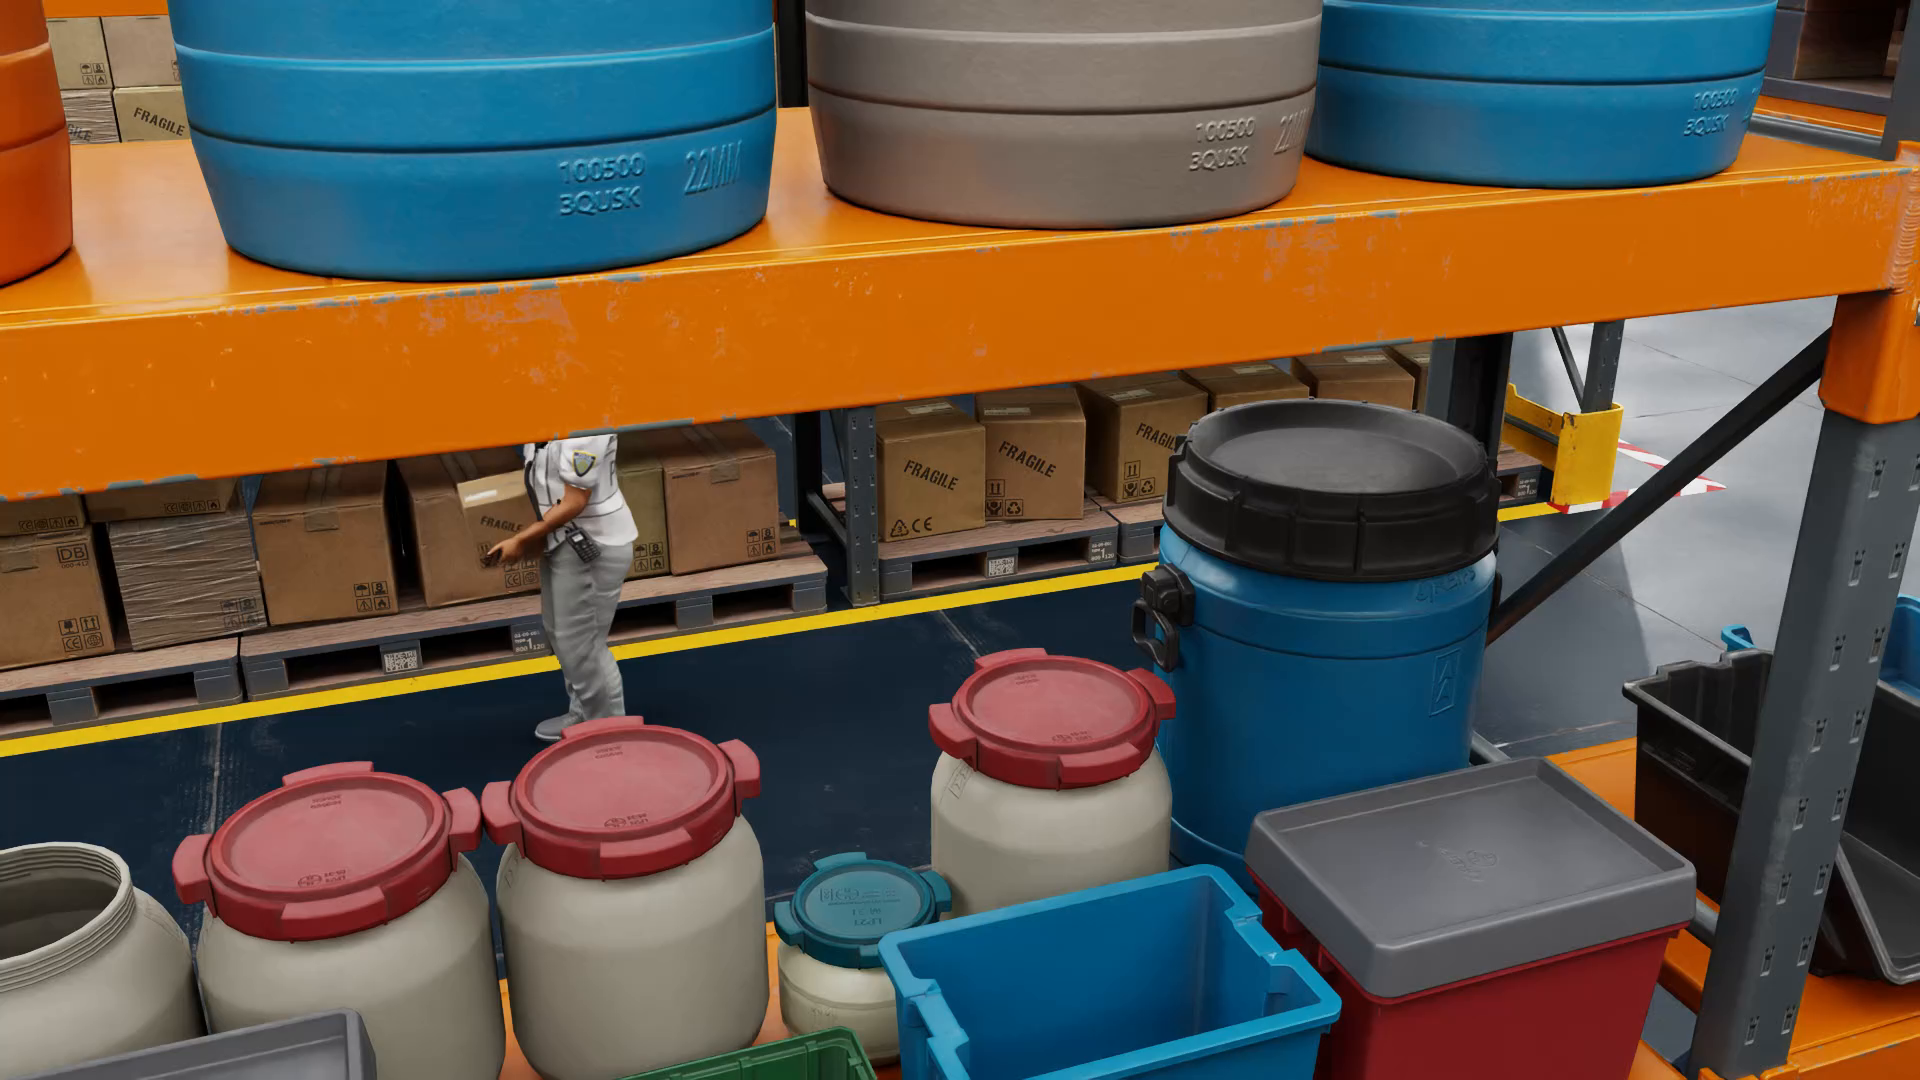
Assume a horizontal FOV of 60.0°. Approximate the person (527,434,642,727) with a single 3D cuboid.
[{"bbox_3d":[-1.402,0.020,6.036,0.456,1.667,0.534,-9,24,-21],"label":"person"}]
